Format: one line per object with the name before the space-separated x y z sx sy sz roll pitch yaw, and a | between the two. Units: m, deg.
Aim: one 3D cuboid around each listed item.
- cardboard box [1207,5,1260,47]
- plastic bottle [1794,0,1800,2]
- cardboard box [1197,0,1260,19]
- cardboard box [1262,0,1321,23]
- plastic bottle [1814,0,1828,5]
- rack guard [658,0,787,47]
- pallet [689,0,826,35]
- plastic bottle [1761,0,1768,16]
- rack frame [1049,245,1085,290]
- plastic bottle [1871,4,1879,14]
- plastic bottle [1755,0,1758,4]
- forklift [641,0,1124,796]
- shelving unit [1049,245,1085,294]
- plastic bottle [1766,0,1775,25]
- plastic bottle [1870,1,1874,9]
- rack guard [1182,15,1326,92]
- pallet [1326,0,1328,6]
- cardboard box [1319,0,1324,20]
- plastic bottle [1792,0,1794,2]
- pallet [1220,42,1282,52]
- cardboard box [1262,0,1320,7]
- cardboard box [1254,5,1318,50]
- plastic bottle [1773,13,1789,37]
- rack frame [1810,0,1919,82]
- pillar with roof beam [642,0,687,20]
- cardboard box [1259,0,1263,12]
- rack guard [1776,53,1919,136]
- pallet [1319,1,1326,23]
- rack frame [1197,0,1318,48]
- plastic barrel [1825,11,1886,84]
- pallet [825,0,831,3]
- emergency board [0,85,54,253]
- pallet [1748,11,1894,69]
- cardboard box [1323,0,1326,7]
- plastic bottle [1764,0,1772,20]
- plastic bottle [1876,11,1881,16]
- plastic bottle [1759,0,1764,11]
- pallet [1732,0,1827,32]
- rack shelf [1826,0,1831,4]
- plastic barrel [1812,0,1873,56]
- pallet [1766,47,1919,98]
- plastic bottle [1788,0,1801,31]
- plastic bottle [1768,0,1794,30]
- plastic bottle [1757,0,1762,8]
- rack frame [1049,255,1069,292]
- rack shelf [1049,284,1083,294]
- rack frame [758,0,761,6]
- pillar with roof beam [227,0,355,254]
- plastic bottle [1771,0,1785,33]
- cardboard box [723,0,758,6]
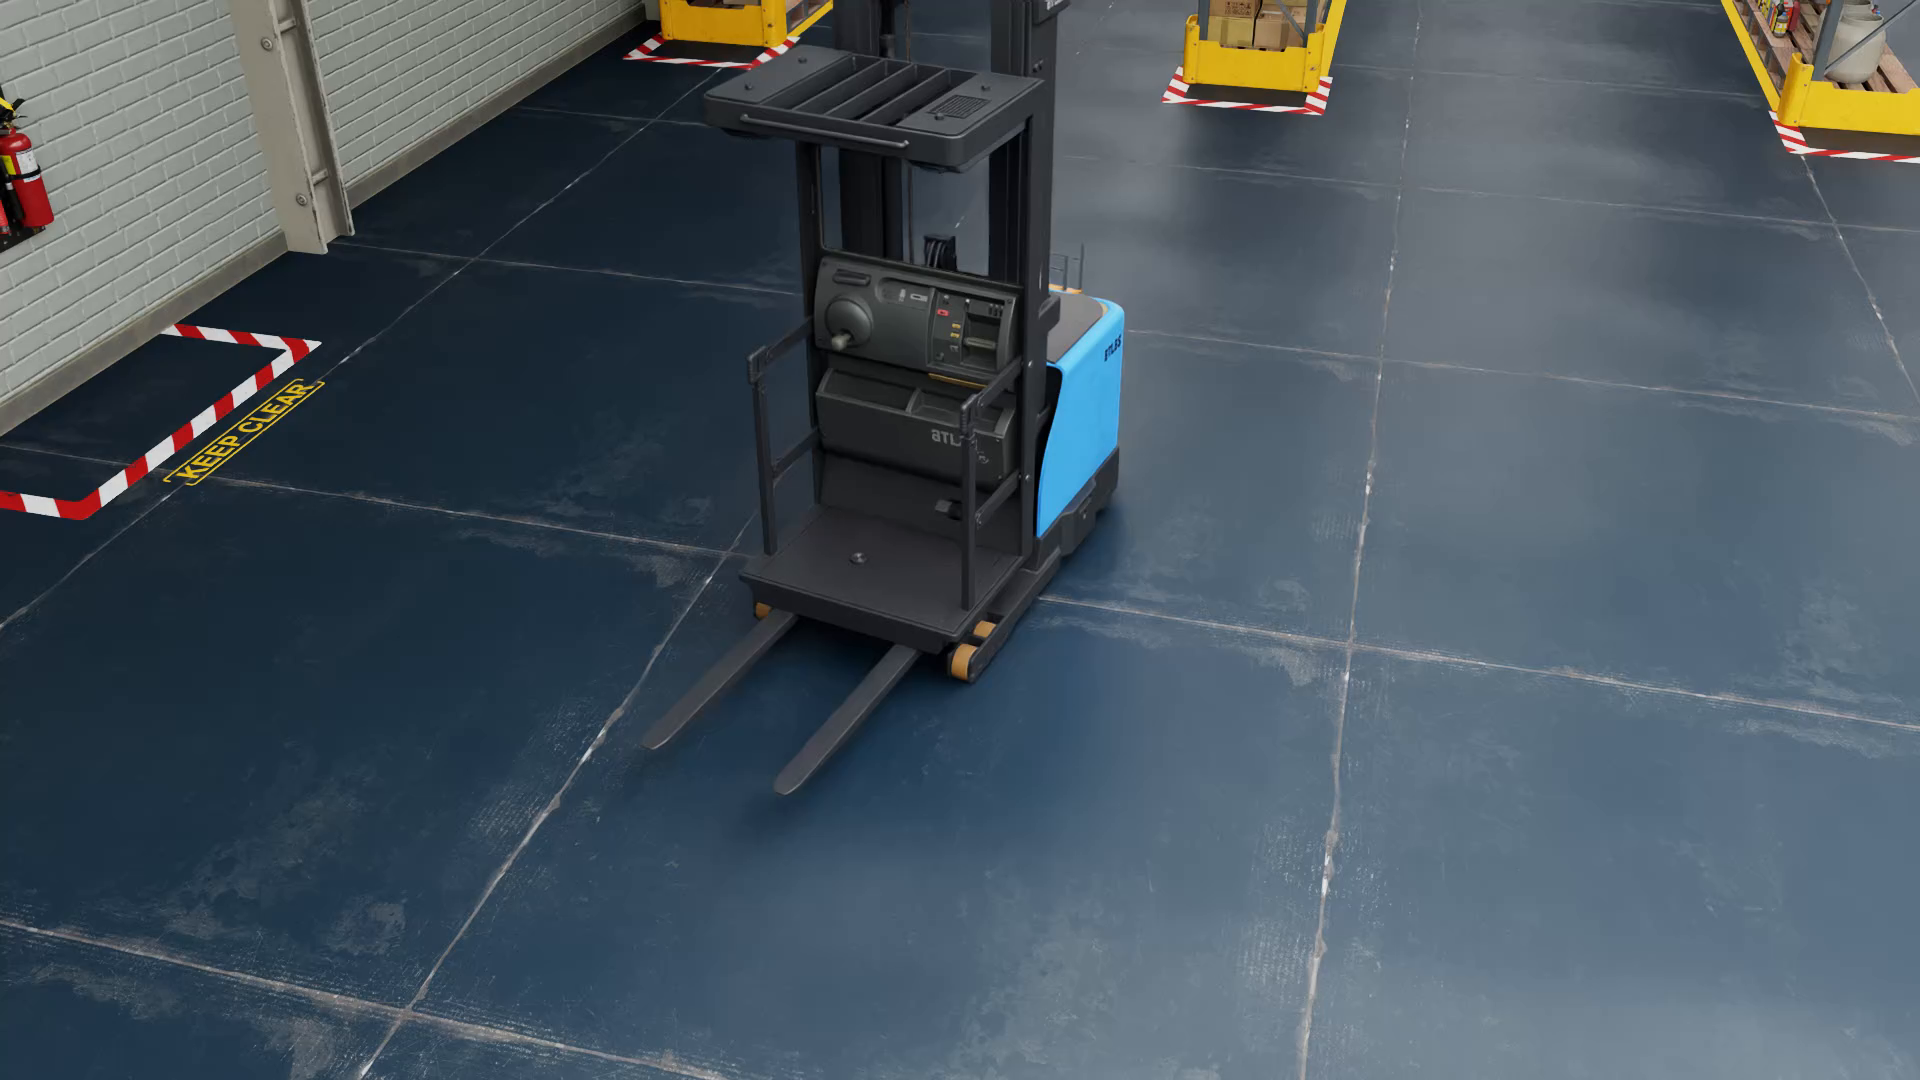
cardboard box | 2.400 -4.626 14.903 0.500 0.250 0.500 8 33 12
plastic bottle | 7.743 -5.039 15.509 0.152 0.276 0.135 8 33 12
cardboard box | 2.398 -4.943 14.702 0.500 0.500 0.500 8 33 12
cardboard box | 3.025 -4.816 15.201 0.500 0.250 0.500 8 33 12
plastic bottle | 8.272 -5.261 15.858 0.152 0.276 0.135 8 33 12
rack guard | -2.223 -4.948 15.567 1.175 0.500 0.348 8 33 12
pallet | -1.983 -5.243 16.301 1.003 0.211 1.213 8 33 12
plastic bottle | 7.593 -5.077 15.500 0.144 0.351 0.185 8 33 12
rack frame | 0.506 -0.988 8.687 0.240 1.200 0.006 17 33 25
plastic bottle | 8.177 -4.667 14.918 0.061 0.283 0.133 9 33 13
plastic bottle | 7.701 -5.298 15.847 0.144 0.351 0.185 7 33 10
forklift | -0.292 -0.888 6.914 1.130 2.935 3.031 15 35 22
shelving unit | 0.461 -0.950 8.617 0.258 1.200 0.189 17 33 25
plastic bottle | 7.508 -4.863 15.232 0.152 0.276 0.135 7 33 11
plastic bottle | 8.189 -4.725 15.020 0.097 0.271 0.097 0 32 0
rack guard | 2.544 -4.224 14.428 1.175 0.500 0.348 8 33 12
pallet | 3.323 -5.783 17.150 1.003 0.211 1.213 8 33 12
cardboard box | 3.152 -5.075 15.609 0.500 0.250 0.500 8 33 12
plastic bottle | 7.674 -4.924 15.398 0.097 0.201 0.097 0 32 0
pallet | 2.703 -4.517 15.158 1.003 0.211 1.213 8 33 12
cardboard box | 3.026 -5.132 14.999 0.500 0.500 0.500 8 33 12
cardboard box | 2.901 -4.556 14.792 0.500 0.250 0.500 8 33 12
plastic bottle | 7.382 -4.632 14.939 0.097 0.201 0.097 0 32 0
rack frame | 7.340 -4.615 12.713 1.000 3.000 0.127 8 33 12
pillar with roof beam | 1.262 -8.390 13.060 9.100 9.000 0.400 8 33 12
cardboard box | 2.515 -4.888 15.314 0.500 0.250 0.500 8 33 12
rack guard | 7.314 -3.606 13.456 1.175 0.500 0.348 8 33 12
pallet | 3.015 -5.148 16.151 1.003 0.211 1.213 8 33 12
rack frame | 2.550 -5.291 13.777 1.000 3.000 0.127 8 33 12
plastic barrel | 7.433 -4.094 13.821 0.421 0.512 0.421 0 32 0
pallet | -1.671 -5.874 17.293 1.003 0.211 1.213 8 33 12
emergency board | -5.088 -2.054 8.685 0.194 1.169 0.643 8 33 12
pallet | 7.837 -4.536 15.188 1.003 0.211 1.213 8 33 12
cardboard box | 3.283 -5.334 16.016 0.500 0.250 0.500 8 33 12
plastic bottle | 7.546 -4.981 15.348 0.144 0.351 0.185 9 34 14
plastic bottle | 8.102 -4.547 14.740 0.097 0.271 0.097 0 32 0
plastic bottle | 7.607 -5.091 15.661 0.097 0.201 0.097 0 32 0
pallet | 8.145 -5.171 16.187 1.003 0.211 1.213 8 33 12
rack shelf | 7.848 -5.349 14.539 1.077 0.370 4.000 8 33 12
plastic barrel | 7.560 -4.354 14.231 0.421 0.512 0.421 0 32 0
pallet | 7.525 -3.905 14.195 1.003 0.211 1.213 8 33 12
plastic bottle | 7.576 -4.780 15.094 0.061 0.283 0.133 8 33 12
plastic bottle | 7.473 -4.791 15.119 0.152 0.276 0.135 8 33 13
plastic bottle | 7.619 -5.189 15.739 0.061 0.283 0.133 9 34 15
rack frame | 0.415 -0.912 8.548 0.240 1.200 0.006 17 33 25
rack shelf | 0.469 -1.224 8.461 0.258 0.103 0.180 17 33 25
rack frame | -2.243 -5.964 14.835 1.000 3.000 0.127 8 33 12
pillar with roof beam | -0.260 -5.277 8.162 9.100 9.000 0.400 8 33 12
plastic bottle | 7.394 -4.730 15.016 0.061 0.283 0.133 9 33 14
cardboard box | -1.980 -5.361 15.984 0.500 0.311 0.500 4 33 7
